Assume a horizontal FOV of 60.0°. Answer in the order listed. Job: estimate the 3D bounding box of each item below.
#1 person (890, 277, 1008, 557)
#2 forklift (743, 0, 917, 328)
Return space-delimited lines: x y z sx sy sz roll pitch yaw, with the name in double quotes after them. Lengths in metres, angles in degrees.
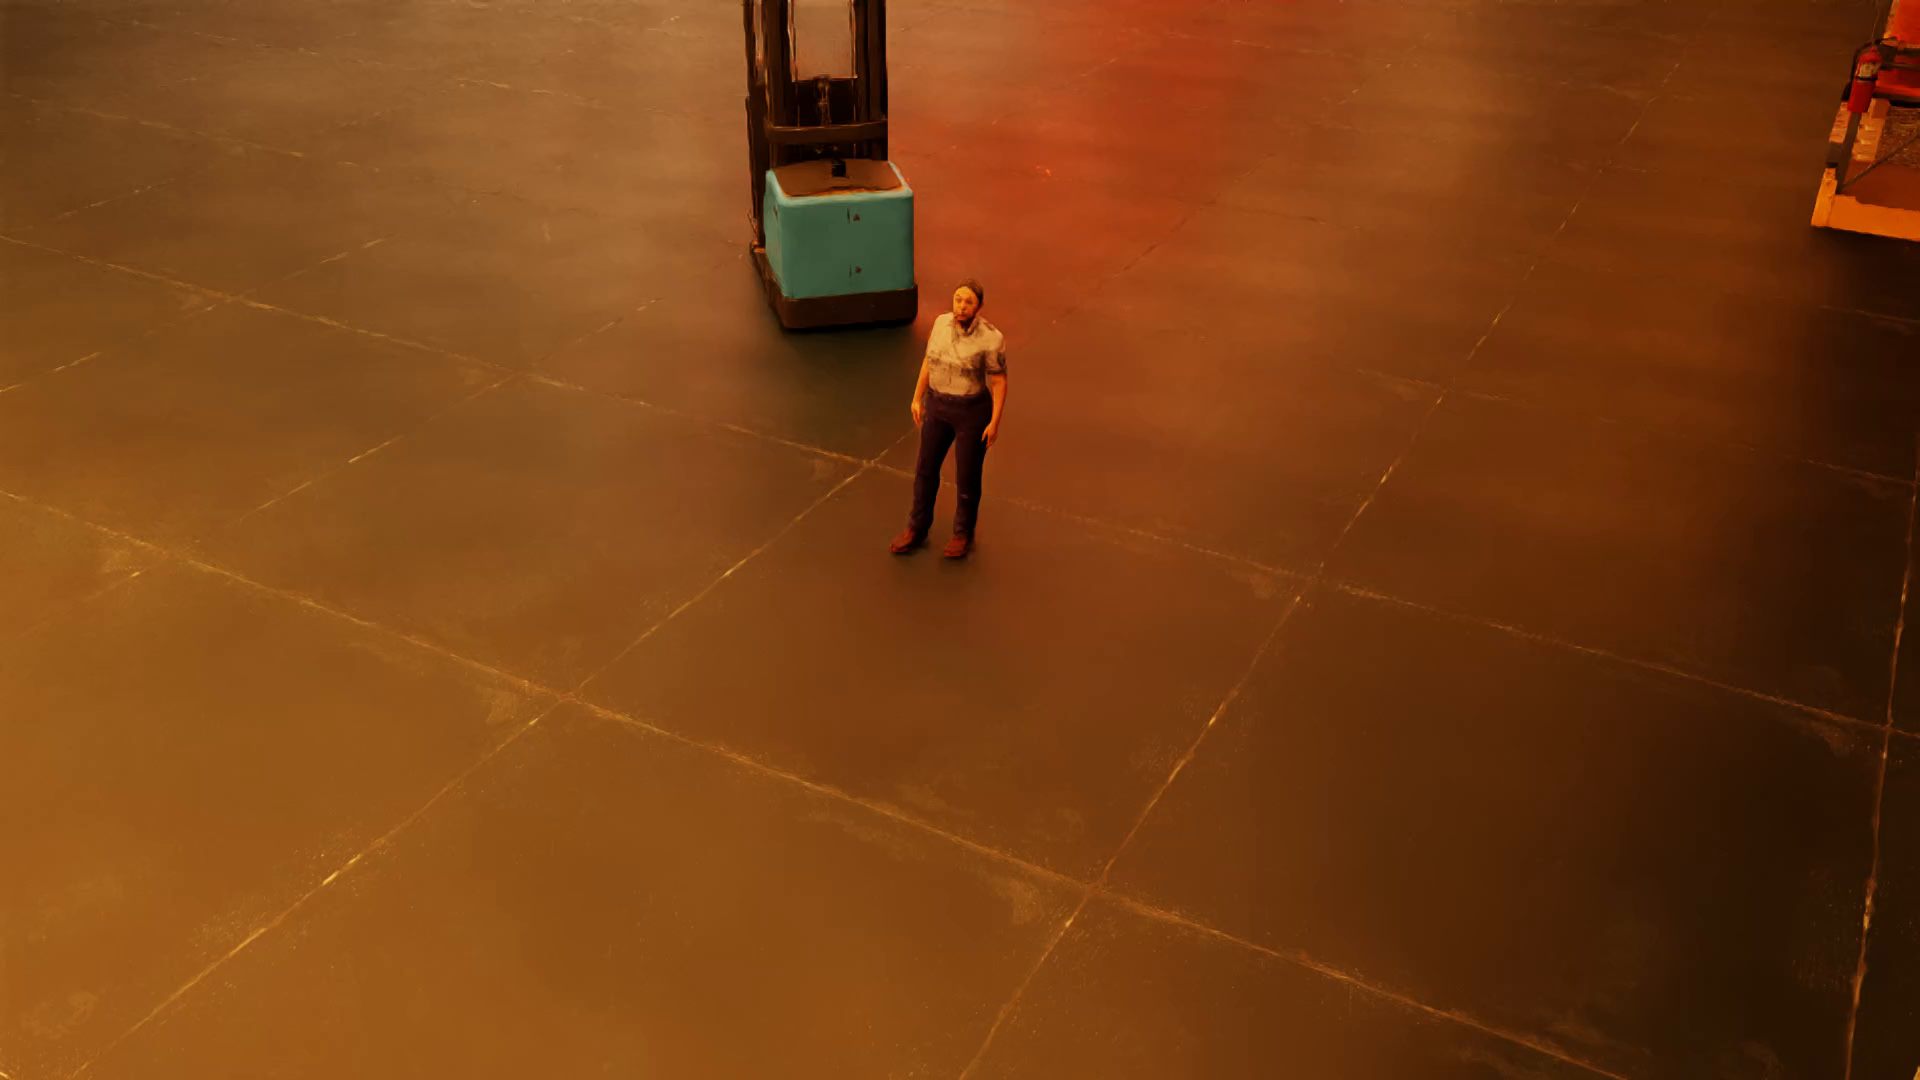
-0.063 -0.686 9.529 0.599 1.650 0.502 15 33 25 "person"
-1.175 -3.603 13.313 1.130 2.935 3.031 -7 31 -12 "forklift"
